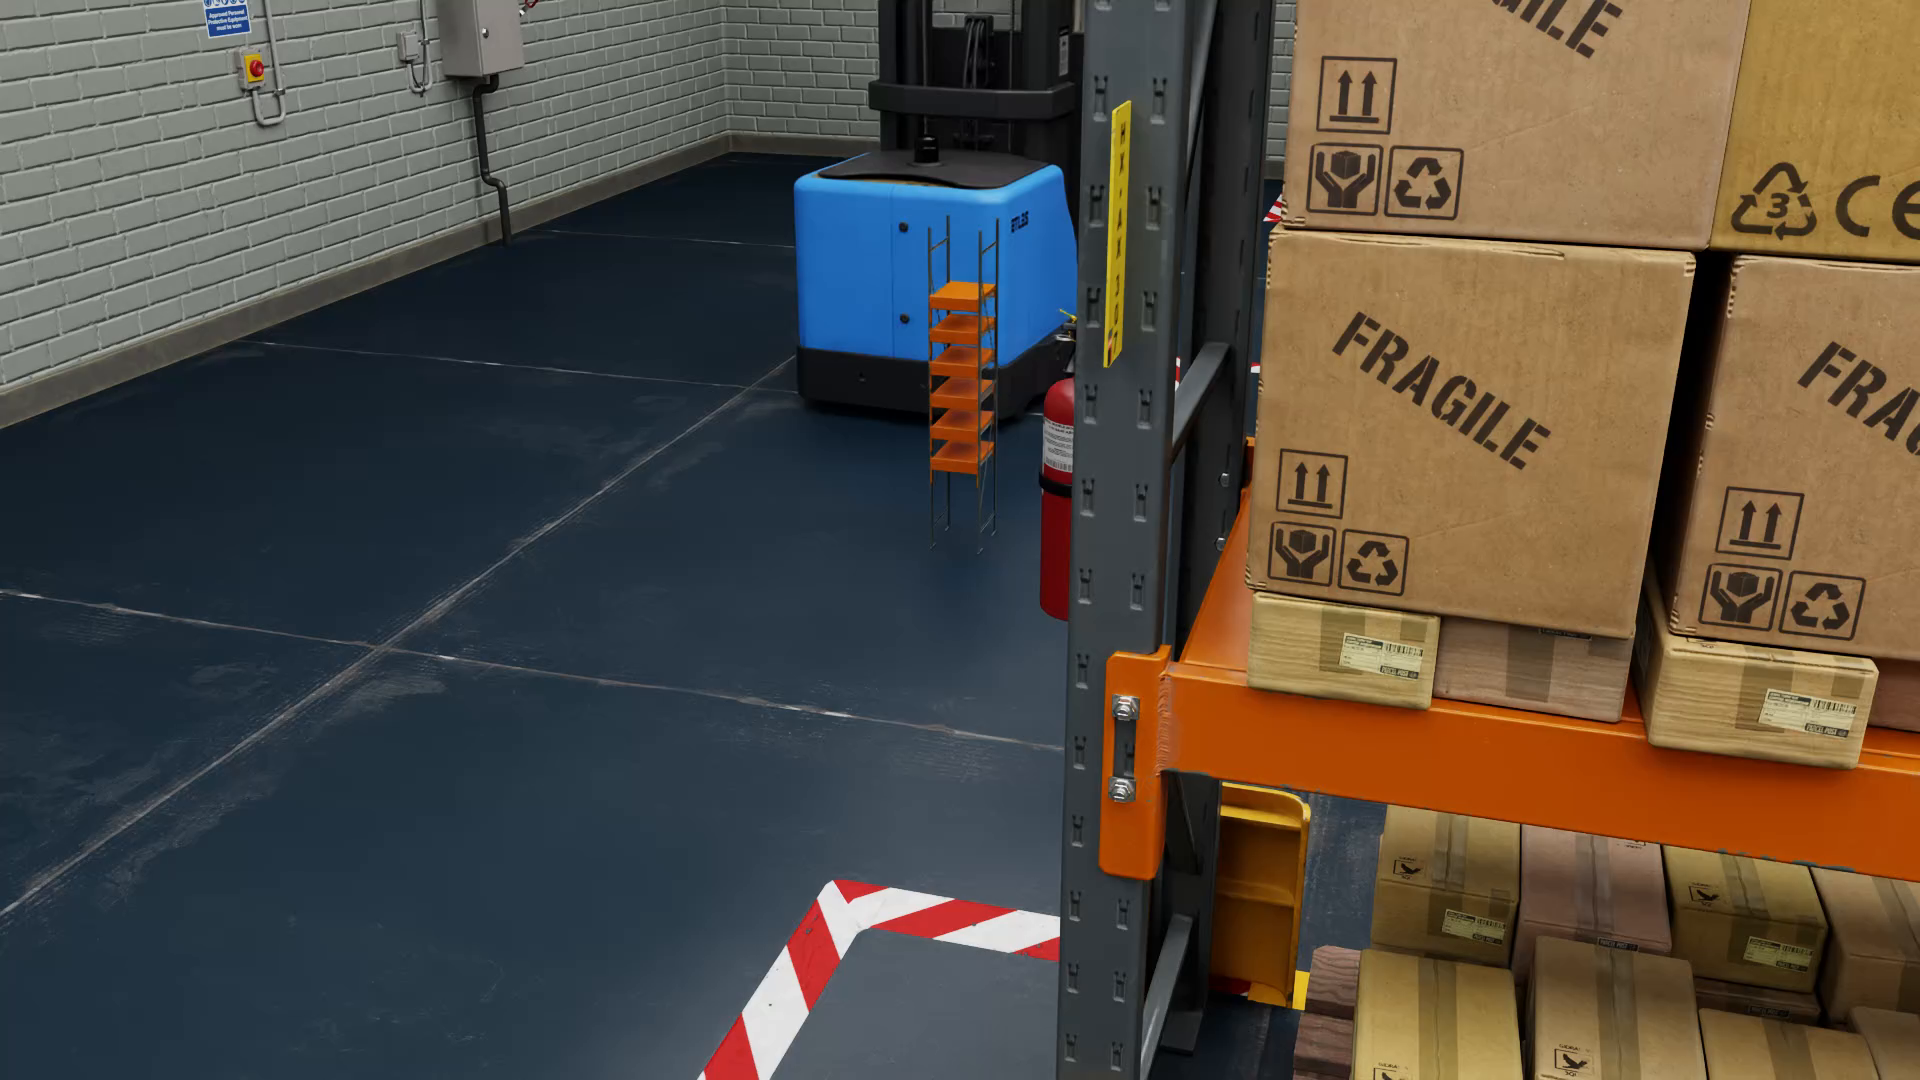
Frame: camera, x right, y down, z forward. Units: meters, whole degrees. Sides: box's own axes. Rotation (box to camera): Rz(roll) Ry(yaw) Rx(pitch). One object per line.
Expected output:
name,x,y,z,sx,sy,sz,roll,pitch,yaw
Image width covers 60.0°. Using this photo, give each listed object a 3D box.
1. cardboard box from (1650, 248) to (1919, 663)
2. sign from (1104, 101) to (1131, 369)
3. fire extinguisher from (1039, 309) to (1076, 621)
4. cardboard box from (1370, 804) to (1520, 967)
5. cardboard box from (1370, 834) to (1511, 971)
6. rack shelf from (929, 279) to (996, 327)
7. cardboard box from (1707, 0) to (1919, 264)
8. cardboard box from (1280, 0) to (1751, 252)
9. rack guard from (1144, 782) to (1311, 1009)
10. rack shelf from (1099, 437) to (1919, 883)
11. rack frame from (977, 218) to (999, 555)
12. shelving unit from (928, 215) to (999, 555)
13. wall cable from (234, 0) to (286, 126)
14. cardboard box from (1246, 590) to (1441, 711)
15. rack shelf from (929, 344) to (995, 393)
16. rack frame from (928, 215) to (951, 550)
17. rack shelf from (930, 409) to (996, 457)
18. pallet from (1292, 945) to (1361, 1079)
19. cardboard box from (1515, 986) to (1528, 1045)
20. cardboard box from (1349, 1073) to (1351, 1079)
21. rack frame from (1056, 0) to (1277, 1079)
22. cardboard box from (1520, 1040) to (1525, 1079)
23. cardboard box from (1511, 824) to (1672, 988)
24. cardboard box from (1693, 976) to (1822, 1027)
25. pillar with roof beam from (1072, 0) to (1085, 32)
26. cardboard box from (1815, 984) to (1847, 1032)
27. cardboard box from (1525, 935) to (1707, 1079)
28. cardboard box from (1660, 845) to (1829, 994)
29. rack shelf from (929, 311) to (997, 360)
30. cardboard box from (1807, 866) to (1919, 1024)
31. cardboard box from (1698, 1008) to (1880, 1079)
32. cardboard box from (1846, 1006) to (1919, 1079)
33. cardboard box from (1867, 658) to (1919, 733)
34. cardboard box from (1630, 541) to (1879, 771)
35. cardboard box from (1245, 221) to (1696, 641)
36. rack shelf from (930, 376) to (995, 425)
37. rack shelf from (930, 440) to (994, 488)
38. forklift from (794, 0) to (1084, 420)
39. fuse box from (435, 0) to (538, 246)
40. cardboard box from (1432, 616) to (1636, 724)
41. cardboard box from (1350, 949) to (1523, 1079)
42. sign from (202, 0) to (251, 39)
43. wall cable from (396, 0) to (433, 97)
cardboard box,1.228,-0.170,2.208,0.500,0.500,0.500,7,23,16
sign,0.202,-0.389,2.124,0.005,0.325,0.100,7,23,16
fire extinguisher,0.250,-0.172,3.331,0.183,0.674,0.296,7,23,16
cardboard box,0.938,0.630,3.200,0.250,0.149,0.380,7,23,16
cardboard box,0.946,0.756,3.286,0.250,0.149,0.380,6,23,14
rack shelf,0.014,-0.845,5.919,0.180,0.103,0.258,7,23,16
cardboard box,1.196,-0.633,2.020,0.500,0.500,0.500,7,23,17
cardboard box,0.711,-0.686,2.149,0.500,0.500,0.500,6,23,15
rack guard,0.431,0.980,3.223,0.348,0.500,1.175,7,23,16
rack shelf,2.273,0.367,2.371,4.000,0.370,1.077,7,23,16
rack frame,0.101,-0.543,6.014,0.006,1.200,0.240,7,23,16
shelving unit,0.014,-0.554,6.038,0.189,1.200,0.258,7,23,16
wall cable,-3.714,-3.089,8.468,0.123,1.953,0.585,7,23,16
cardboard box,0.574,0.086,2.440,0.250,0.149,0.380,6,23,15
rack shelf,0.014,-0.623,6.010,0.180,0.103,0.258,7,23,16
rack frame,-0.074,-0.564,6.063,0.006,1.200,0.240,7,23,16
rack shelf,0.014,-0.401,6.101,0.180,0.103,0.258,7,23,16
pallet,1.198,1.215,3.029,1.213,0.211,1.003,7,23,16
cardboard box,1.181,0.804,3.168,0.250,0.149,0.380,6,23,14
cardboard box,0.786,0.953,2.807,0.250,0.149,0.380,8,23,18
rack frame,0.358,-0.185,2.769,0.127,3.000,1.000,7,23,16
cardboard box,1.031,1.003,2.683,0.250,0.149,0.380,6,23,15
cardboard box,1.162,0.679,3.082,0.250,0.149,0.380,7,23,17
cardboard box,1.444,0.812,3.148,0.250,0.149,0.380,6,23,13
pillar with roof beam,-0.443,-5.633,8.145,0.400,9.000,9.100,7,23,16
cardboard box,1.671,0.879,2.985,0.250,0.149,0.380,6,23,15
cardboard box,1.060,0.832,2.709,0.250,0.149,0.380,7,23,16
cardboard box,1.447,0.661,3.126,0.250,0.149,0.380,6,23,14
rack shelf,0.014,-0.734,5.964,0.180,0.103,0.258,7,23,16
cardboard box,1.676,0.712,3.000,0.250,0.149,0.380,6,23,13
cardboard box,1.264,0.906,2.529,0.250,0.149,0.380,6,23,15
cardboard box,1.526,0.903,2.536,0.250,0.149,0.380,5,23,13
cardboard box,1.359,0.126,2.341,0.250,0.149,0.380,8,24,18
cardboard box,1.071,0.147,2.289,0.250,0.149,0.380,6,23,14
cardboard box,0.708,-0.220,2.329,0.500,0.500,0.500,8,24,18
rack shelf,0.014,-0.512,6.055,0.180,0.103,0.258,7,23,16
rack shelf,0.014,-0.290,6.146,0.180,0.103,0.258,7,23,16
forklift,0.268,-2.411,8.285,1.130,2.935,3.031,9,24,20
fuse box,-2.967,-2.756,10.733,0.414,1.711,0.539,7,23,16
cardboard box,0.829,0.098,2.408,0.250,0.149,0.380,7,23,17
cardboard box,0.762,0.845,2.677,0.250,0.149,0.380,5,23,13
sign,-3.786,-2.719,8.589,0.001,0.218,0.327,7,23,16
wall cable,-3.315,-3.591,9.733,0.122,1.984,0.588,7,23,16
